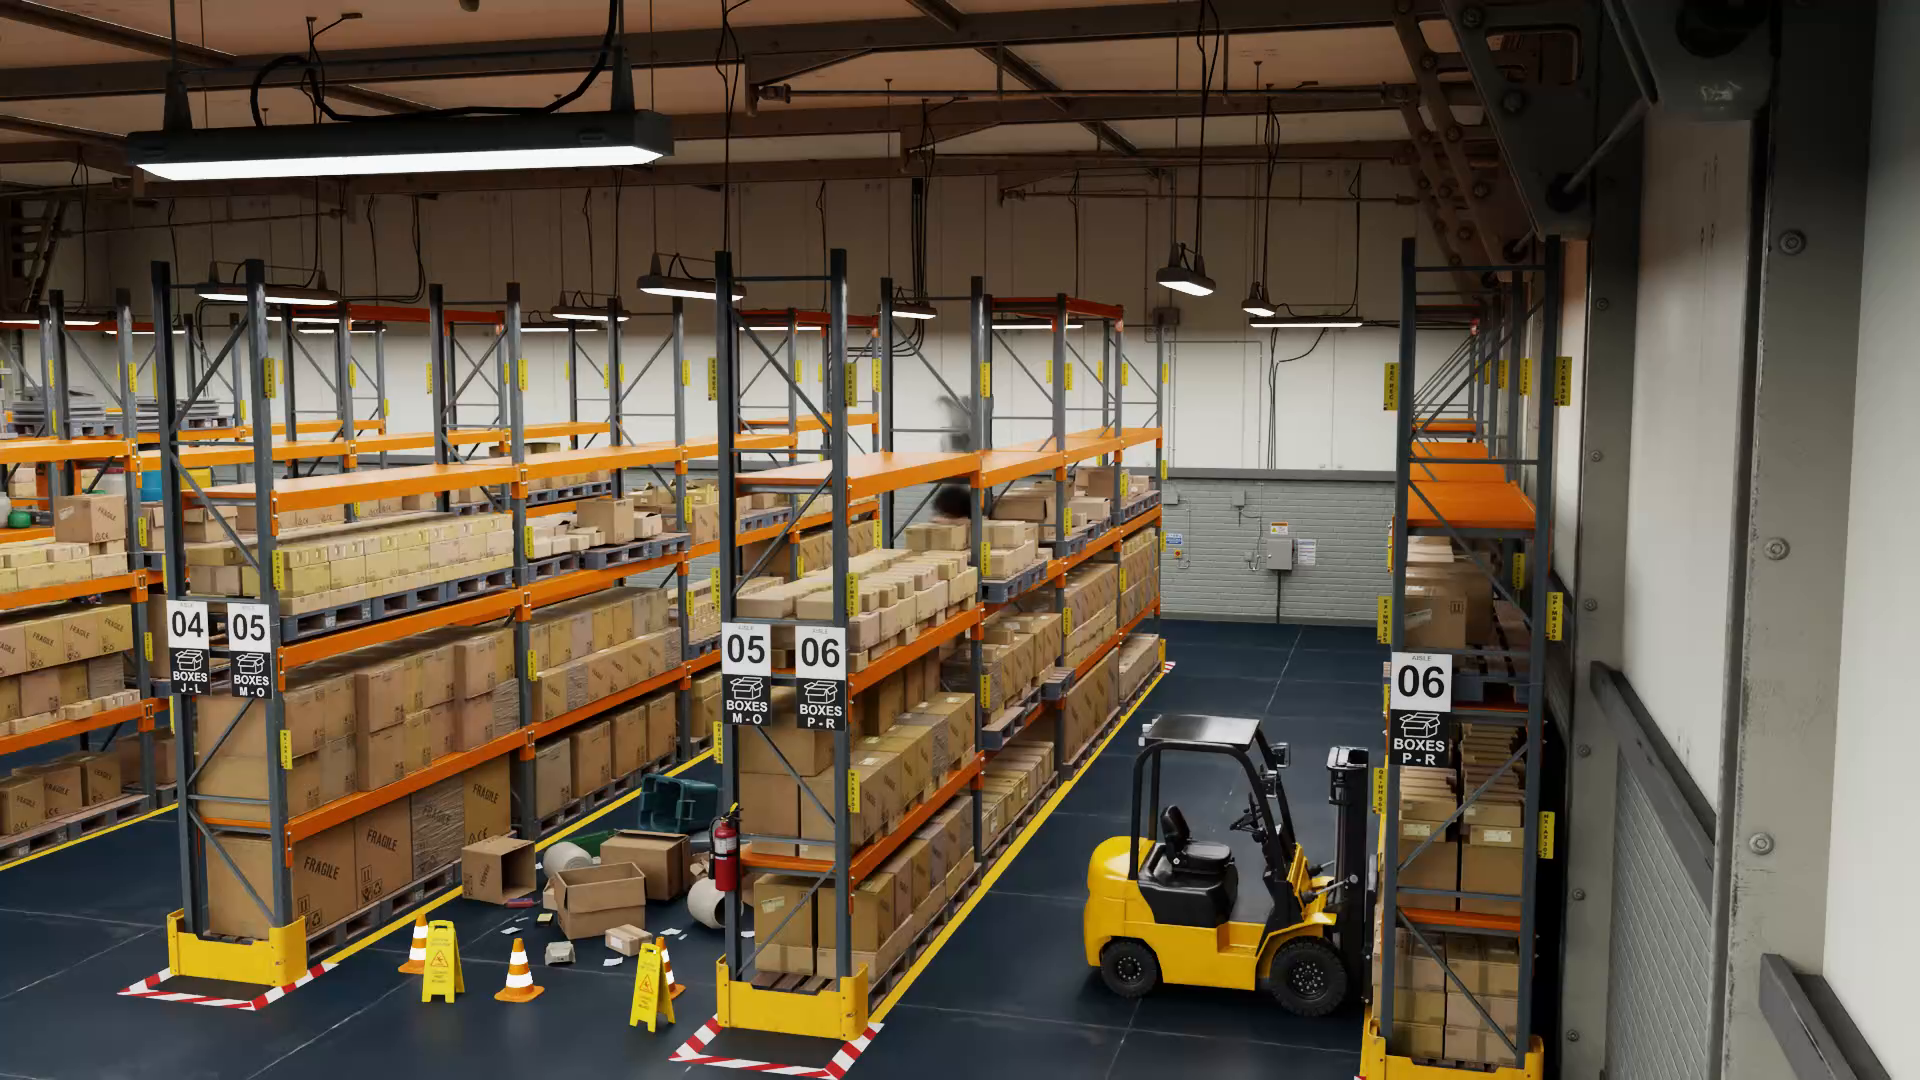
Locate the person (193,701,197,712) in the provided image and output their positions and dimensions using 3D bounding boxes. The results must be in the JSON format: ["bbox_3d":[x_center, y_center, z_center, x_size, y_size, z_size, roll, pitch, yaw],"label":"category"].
[{"bbox_3d":[-11.349,1.753,24.687,0.599,1.628,0.539,1,6,9],"label":"person"}]
